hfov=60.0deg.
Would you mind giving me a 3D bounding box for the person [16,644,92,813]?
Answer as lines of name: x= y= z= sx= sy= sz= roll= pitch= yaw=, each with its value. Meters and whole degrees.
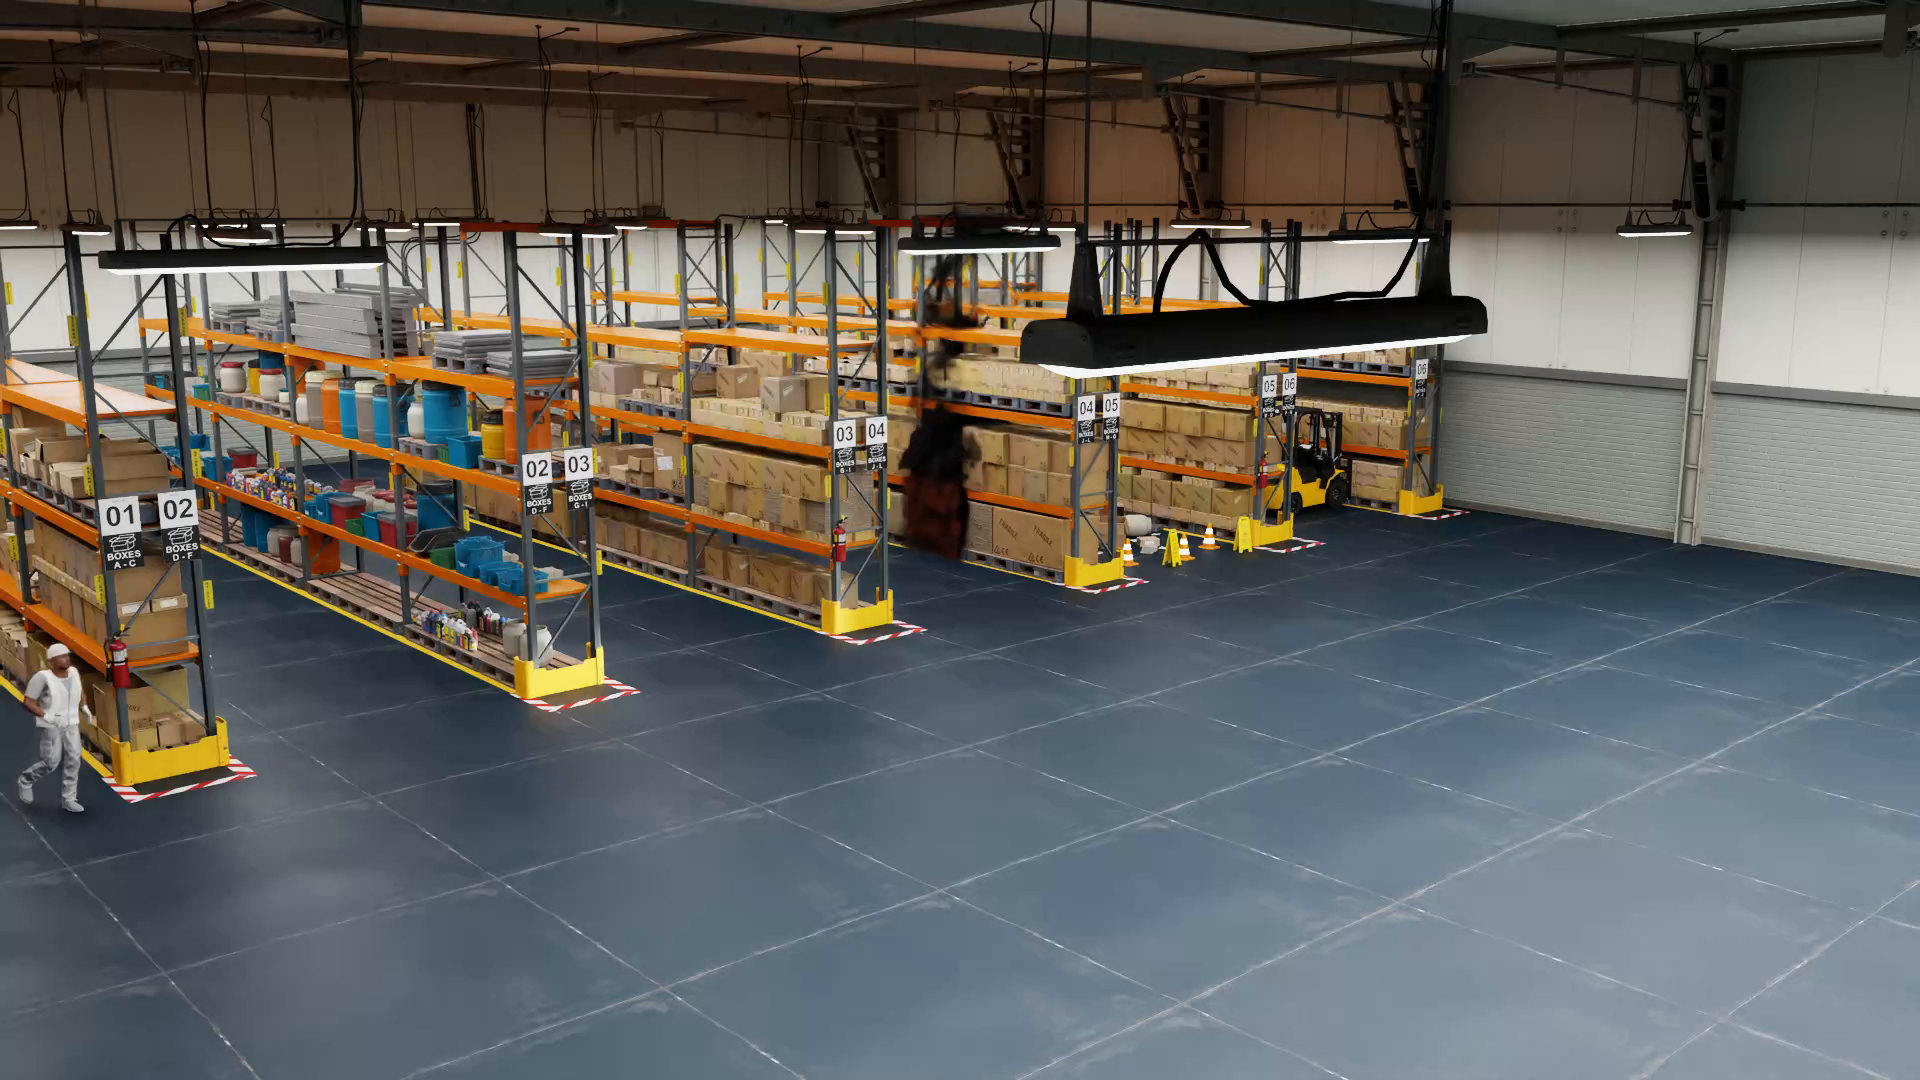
person: x=-9.592 y=1.964 z=17.723 sx=0.807 sy=1.748 sz=0.735 roll=4 pitch=12 yaw=21
